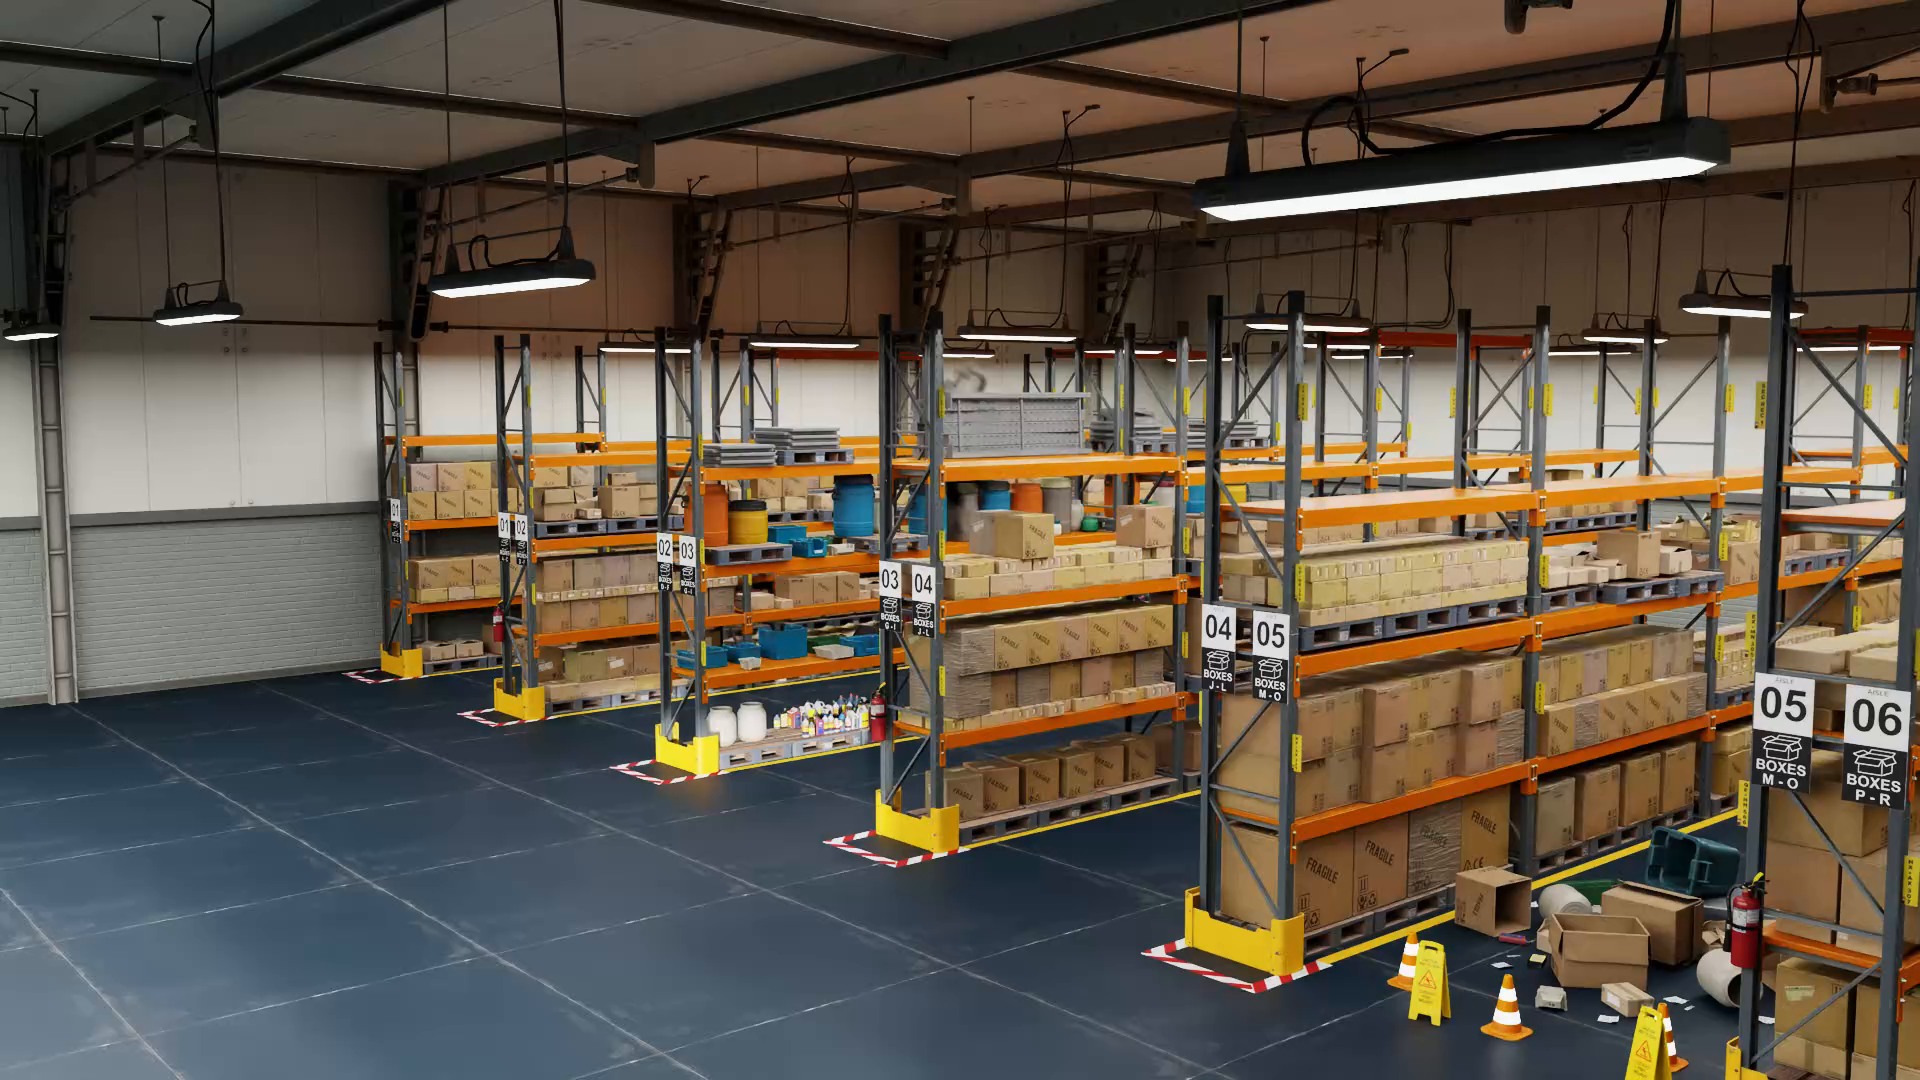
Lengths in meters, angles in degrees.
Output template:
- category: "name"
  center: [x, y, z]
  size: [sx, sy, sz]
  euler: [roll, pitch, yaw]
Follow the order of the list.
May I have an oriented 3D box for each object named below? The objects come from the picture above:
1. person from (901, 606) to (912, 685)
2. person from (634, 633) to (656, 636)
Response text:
- category: "person"
  center: [-0.680, 1.479, 27.668]
  size: [0.656, 1.799, 0.815]
  euler: [5, 7, 43]
- category: "person"
  center: [-5.600, 1.614, 29.774]
  size: [0.664, 1.684, 0.672]
  euler: [5, 7, 43]
